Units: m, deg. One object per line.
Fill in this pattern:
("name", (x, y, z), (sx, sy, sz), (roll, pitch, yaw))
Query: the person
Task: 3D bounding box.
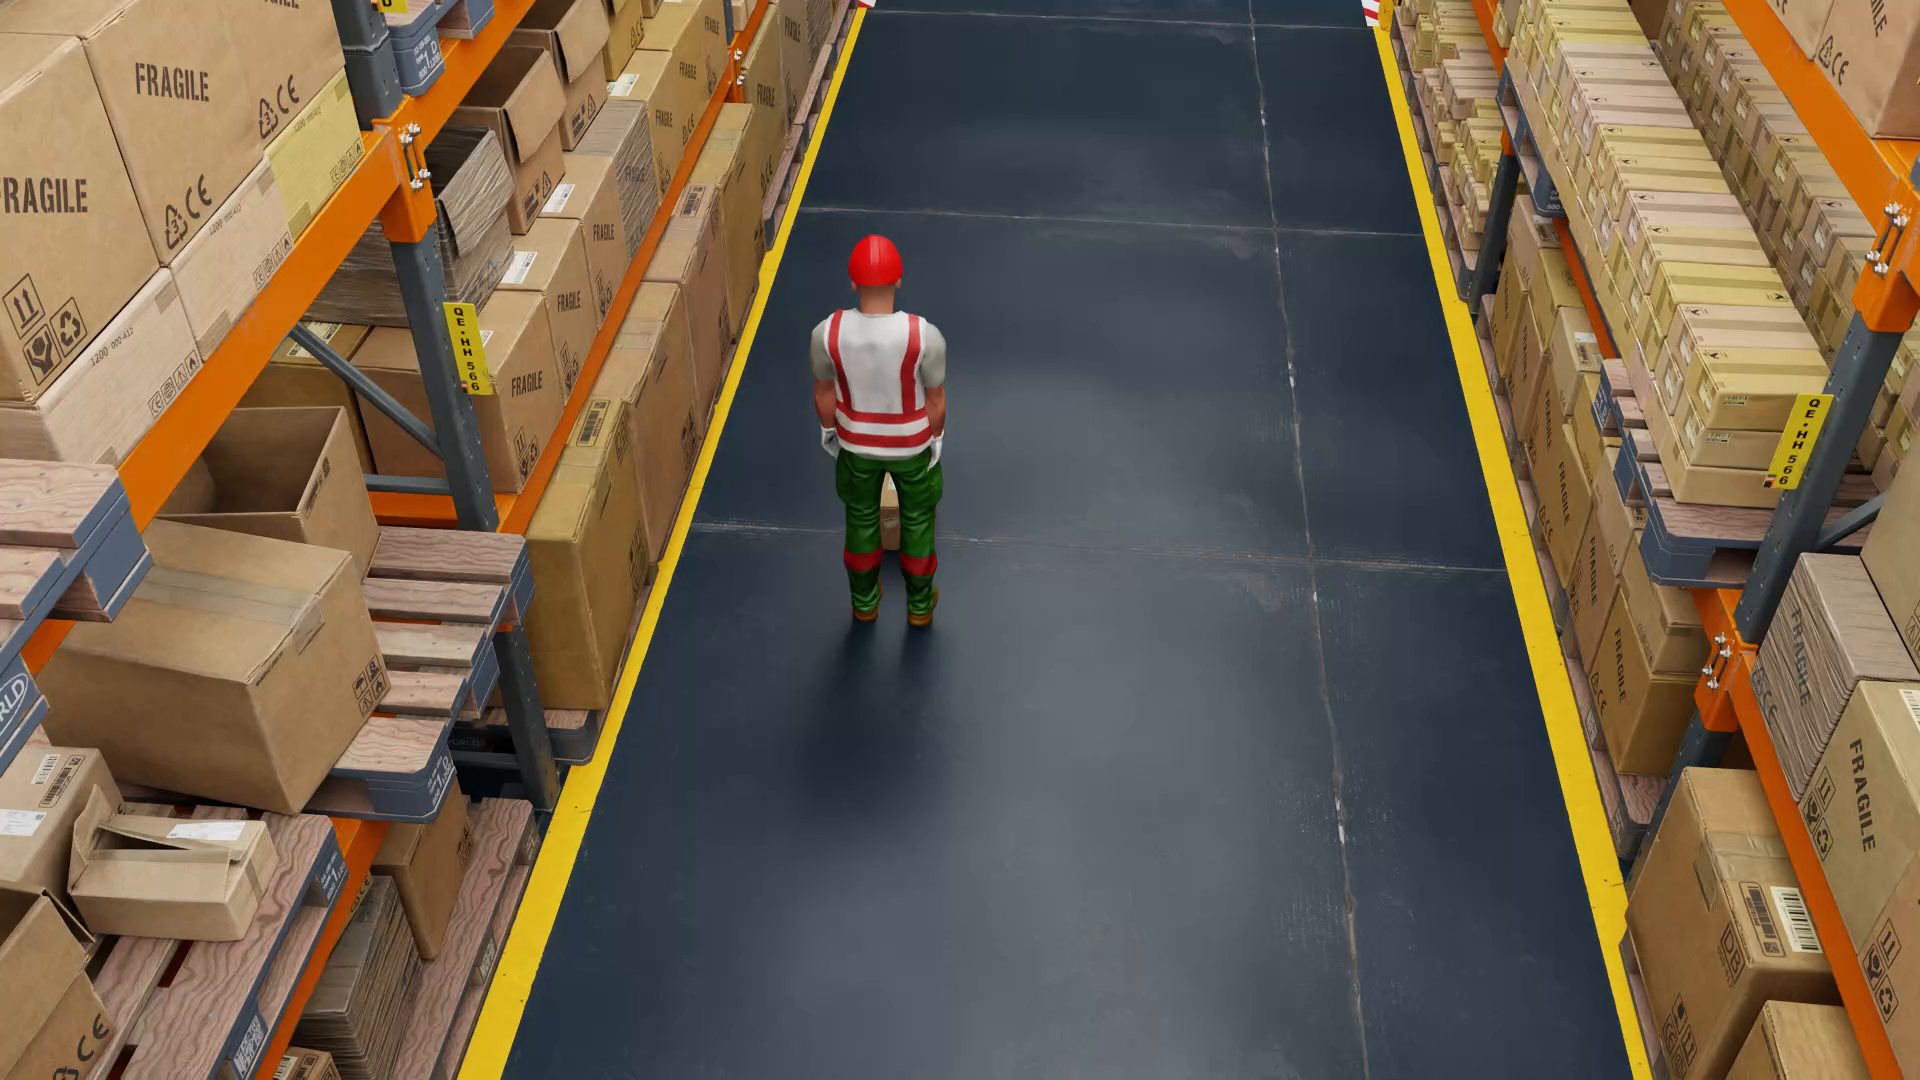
("person", (-0.308, -0.402, 6.633), (0.527, 1.785, 0.344), (4, 40, 5))
